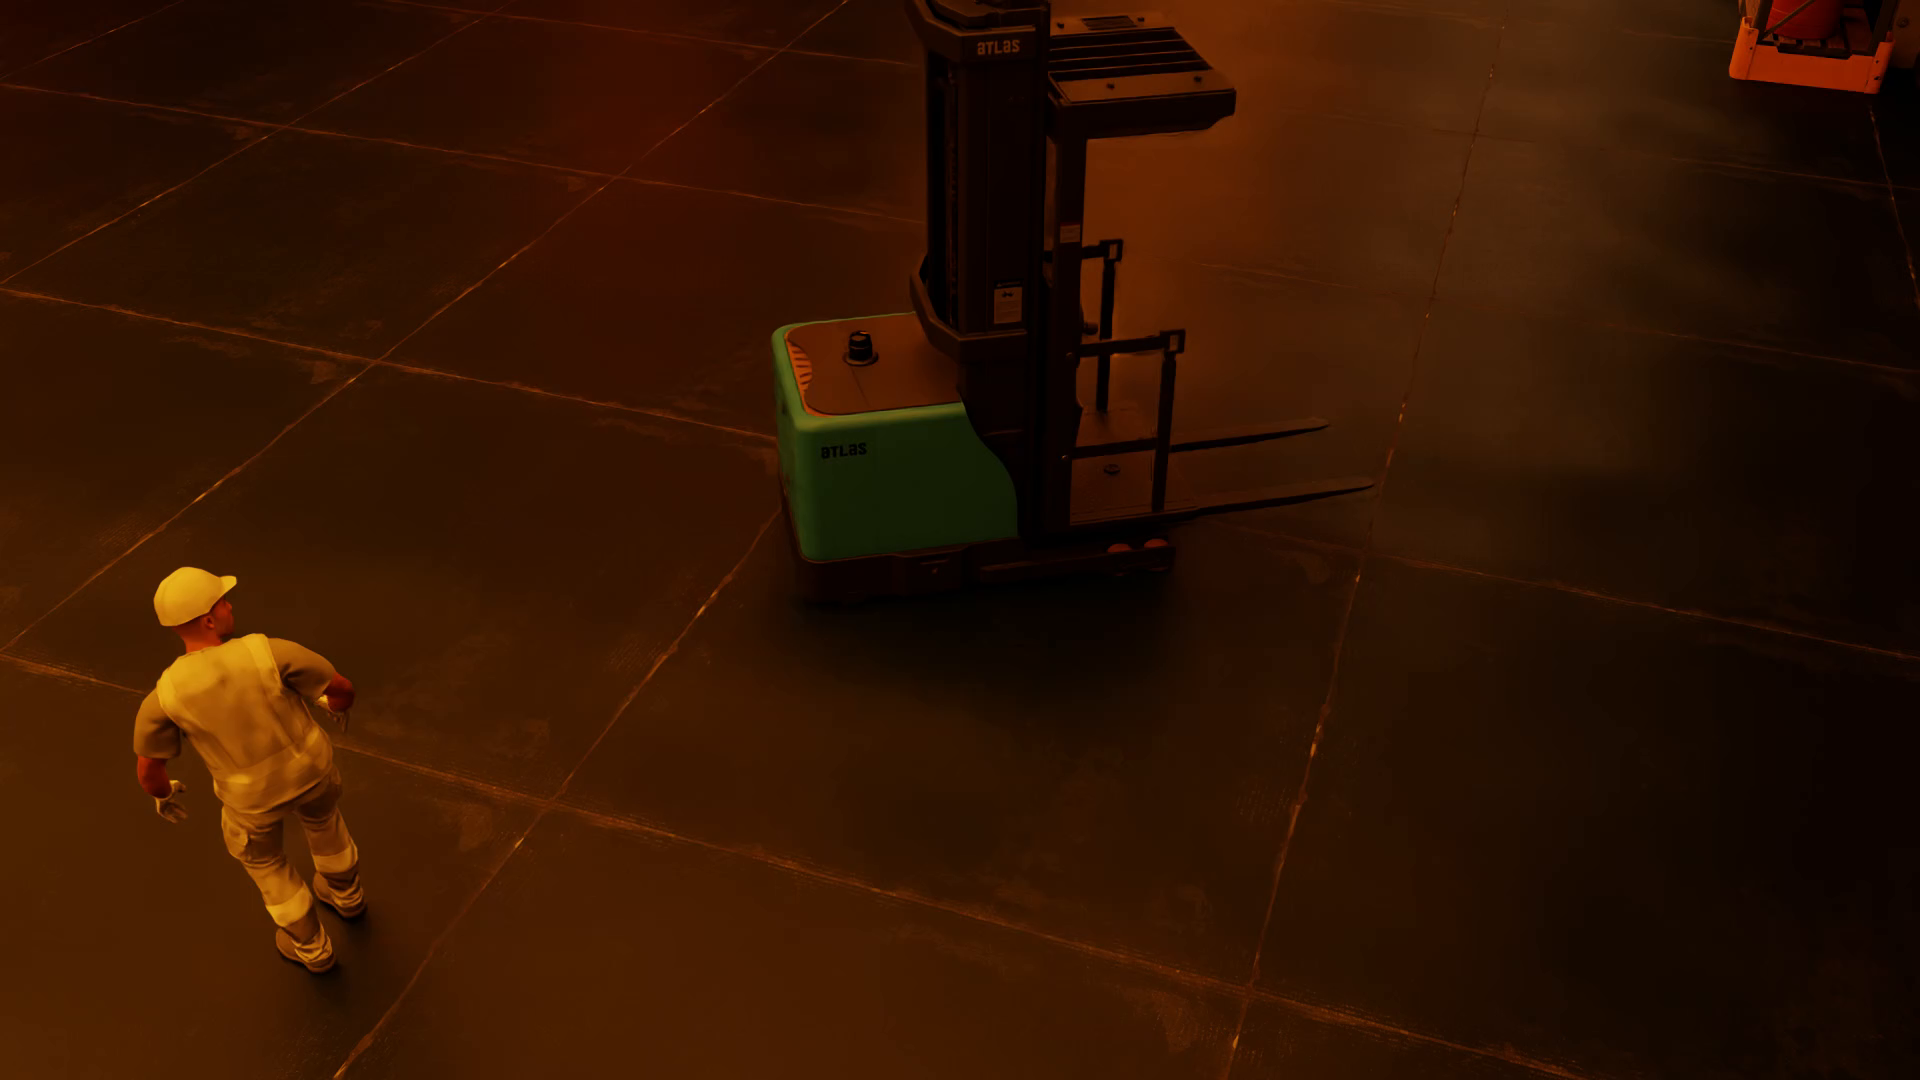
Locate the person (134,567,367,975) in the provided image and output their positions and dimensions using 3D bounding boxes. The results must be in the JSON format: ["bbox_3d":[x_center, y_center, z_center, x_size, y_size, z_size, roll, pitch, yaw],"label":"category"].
[{"bbox_3d":[-2.527,0.819,5.976,0.745,1.754,0.506,-26,43,-31],"label":"person"}]

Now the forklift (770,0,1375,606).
[{"bbox_3d":[0.614,-1.304,7.950,3.031,2.935,1.130,-7,36,-10],"label":"forklift"}]
